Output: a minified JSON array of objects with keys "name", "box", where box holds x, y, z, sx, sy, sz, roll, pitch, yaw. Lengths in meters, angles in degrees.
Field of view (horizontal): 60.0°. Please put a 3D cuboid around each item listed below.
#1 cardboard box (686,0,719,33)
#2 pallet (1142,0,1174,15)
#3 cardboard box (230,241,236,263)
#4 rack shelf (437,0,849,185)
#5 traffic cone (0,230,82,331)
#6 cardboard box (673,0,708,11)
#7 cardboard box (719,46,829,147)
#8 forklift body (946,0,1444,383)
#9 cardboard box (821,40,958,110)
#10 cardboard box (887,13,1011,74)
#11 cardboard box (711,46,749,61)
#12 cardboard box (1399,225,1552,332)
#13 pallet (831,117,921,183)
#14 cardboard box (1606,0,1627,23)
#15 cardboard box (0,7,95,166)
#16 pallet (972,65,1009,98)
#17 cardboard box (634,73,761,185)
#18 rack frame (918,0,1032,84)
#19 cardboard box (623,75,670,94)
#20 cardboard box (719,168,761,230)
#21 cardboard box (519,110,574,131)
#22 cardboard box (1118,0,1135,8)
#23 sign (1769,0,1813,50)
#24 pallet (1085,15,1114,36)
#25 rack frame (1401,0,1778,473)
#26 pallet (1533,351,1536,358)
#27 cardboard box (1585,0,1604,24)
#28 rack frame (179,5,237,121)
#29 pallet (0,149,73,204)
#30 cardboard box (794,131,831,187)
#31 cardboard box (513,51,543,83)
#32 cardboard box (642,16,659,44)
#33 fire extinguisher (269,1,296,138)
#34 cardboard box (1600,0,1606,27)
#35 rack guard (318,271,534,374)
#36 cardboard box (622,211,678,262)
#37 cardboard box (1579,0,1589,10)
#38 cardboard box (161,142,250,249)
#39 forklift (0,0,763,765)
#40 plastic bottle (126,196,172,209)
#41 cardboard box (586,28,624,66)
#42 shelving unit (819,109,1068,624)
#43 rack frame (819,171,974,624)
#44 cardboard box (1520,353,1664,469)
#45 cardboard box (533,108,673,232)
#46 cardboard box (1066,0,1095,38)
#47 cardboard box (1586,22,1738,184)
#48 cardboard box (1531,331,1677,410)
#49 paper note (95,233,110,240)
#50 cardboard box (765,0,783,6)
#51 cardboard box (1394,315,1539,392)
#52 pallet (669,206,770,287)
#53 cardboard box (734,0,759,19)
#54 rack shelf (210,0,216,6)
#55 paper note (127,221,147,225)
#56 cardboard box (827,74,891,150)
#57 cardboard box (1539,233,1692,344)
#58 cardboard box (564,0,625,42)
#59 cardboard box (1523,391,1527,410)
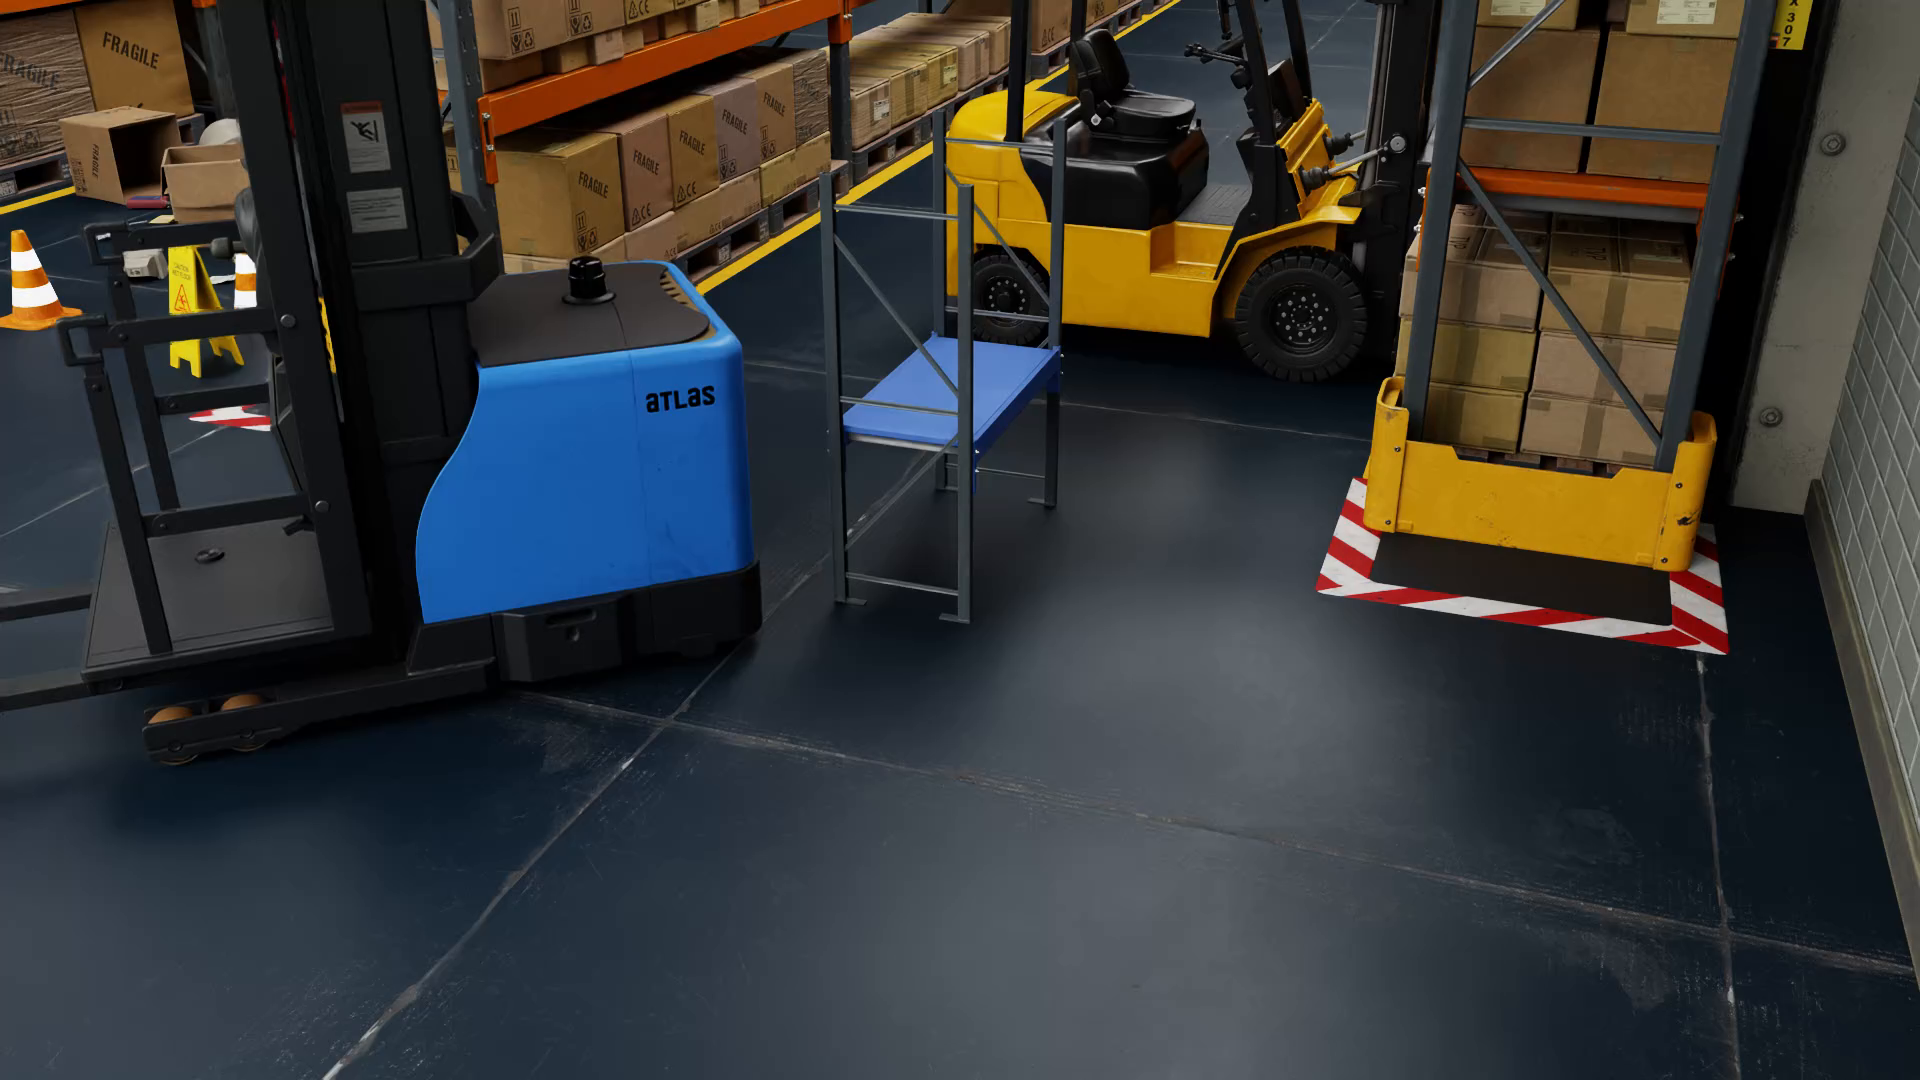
[{"name":"cardboard box","box":[-1.524,-2.834,8.950,0.380,0.149,0.250,9,27,18]},{"name":"pallet","box":[1.784,-6.087,18.580,1.003,0.211,1.213,9,27,17]},{"name":"cardboard box","box":[-4.005,-1.658,9.504,0.250,0.149,0.380,-20,33,-36]},{"name":"rack shelf","box":[-1.870,-2.608,9.020,1.077,0.370,4.000,9,27,17]},{"name":"traffic cone","box":[-4.769,-1.353,8.514,0.336,0.463,0.334,9,27,17]},{"name":"cardboard box","box":[-1.617,-3.076,8.705,0.500,0.500,0.500,8,27,16]},{"name":"cardboard box","box":[-1.148,-2.761,10.322,0.500,0.500,0.500,8,27,17]},{"name":"forklift body","box":[1.057,-2.053,8.023,2.313,2.155,1.214,9,27,17]},{"name":"cardboard box","box":[-0.567,-3.558,12.689,0.950,0.372,0.625,10,27,19]},{"name":"cardboard box","box":[-0.071,-4.173,13.960,0.950,0.372,0.625,7,27,14]},{"name":"cardboard box","box":[-1.656,-2.839,10.485,0.500,0.500,0.500,10,28,20]},{"name":"cardboard box","box":[2.005,-1.027,6.456,0.500,0.250,0.500,10,27,19]},{"name":"pallet","box":[-0.947,-2.819,11.829,1.003,0.211,1.213,9,27,17]},{"name":"cardboard box","box":[2.526,-1.941,5.958,0.380,0.149,0.250,9,27,17]},{"name":"cardboard box","box":[-6.478,-3.043,11.050,0.875,0.875,0.875,9,27,18]},{"name":"pallet","box":[-0.135,-3.821,13.900,1.003,0.211,1.213,9,27,17]},{"name":"cardboard box","box":[-1.485,-2.341,9.457,0.500,0.500,0.500,10,28,20]},{"name":"rack frame","box":[0.126,-5.397,13.956,1.000,3.000,0.127,9,27,17]},{"name":"cardboard box","box":[-1.997,-2.405,9.587,0.500,0.500,0.500,10,28,20]},{"name":"cardboard box","box":[-1.489,-1.995,9.601,0.500,0.250,0.500,9,27,18]},{"name":"cardboard box","box":[-2.345,-1.981,8.712,0.500,0.500,0.500,10,28,19]},{"name":"cardboard box","box":[1.327,-6.008,17.172,0.875,0.875,0.875,10,27,19]},{"name":"sign","box":[2.668,-1.734,5.305,0.100,0.325,0.005,9,27,17]},{"name":"pallet","box":[0.868,-4.955,16.242,1.003,0.211,1.213,9,27,17]},{"name":"rack frame","box":[2.146,-1.392,5.682,1.000,3.000,0.127,9,27,17]},{"name":"pallet","box":[2.769,-0.957,7.983,1.003,0.211,1.213,9,27,17]},{"name":"cardboard box","box":[2.244,-1.889,6.594,0.500,0.500,0.500,10,27,19]},{"name":"rack frame","box":[-5.906,-4.430,11.957,1.000,3.000,0.127,9,27,17]},{"name":"pallet","box":[-6.637,-2.371,10.904,1.003,0.211,1.213,9,27,17]},{"name":"cardboard box","box":[-1.148,-2.423,10.486,0.500,0.250,0.500,10,28,20]},{"name":"cardboard box","box":[-2.157,-2.212,7.665,0.380,0.149,0.250,9,27,18]},{"name":"cardboard box","box":[-1.779,-2.636,8.540,0.380,0.149,0.250,10,27,19]},{"name":"fire extinguisher","box":[-3.008,-2.095,7.223,0.296,0.674,0.183,9,27,17]},{"name":"cardboard box","box":[2.889,-2.025,6.875,0.500,0.500,0.500,8,27,17]},{"name":"rack guard","box":[-2.510,-1.016,7.775,1.175,0.500,0.348,9,27,17]},{"name":"cardboard box","box":[-1.830,-1.561,8.706,0.500,0.250,0.500,10,27,19]},{"name":"cardboard box","box":[2.199,-2.119,6.325,0.380,0.149,0.250,9,27,18]},{"name":"cardboard box","box":[-4.339,-2.075,9.959,0.797,0.503,0.637,-9,27,-18]},{"name":"forklift","box":[-2.224,-0.920,4.786,3.031,2.935,1.130,-10,27,-19]},{"name":"plastic bottle","box":[-5.163,-2.161,10.643,0.283,0.061,0.133,0,26,-1]},{"name":"cardboard box","box":[-1.864,-2.407,8.068,0.380,0.149,0.250,9,27,18]},{"name":"shelving unit","box":[-0.028,-0.640,5.851,0.538,1.500,1.048,9,27,17]},{"name":"rack frame","box":[-0.198,-0.431,5.419,0.500,1.500,0.032,9,27,17]},{"name":"cardboard box","box":[2.494,-0.516,6.548,0.500,0.250,0.500,9,27,18]},{"name":"cardboard box","box":[-1.829,-1.916,8.577,0.500,0.500,0.500,8,27,16]},{"name":"cardboard box","box":[0.735,-5.268,15.644,0.875,0.875,0.875,9,27,18]},{"name":"cardboard box","box":[2.573,-1.600,5.997,0.500,0.500,0.500,10,27,19]},{"name":"cardboard box","box":[2.499,-0.731,6.418,0.500,0.250,0.500,9,27,18]},{"name":"paper note","box":[-5.128,-1.830,9.997,0.144,0.017,0.142,20,32,35]},{"name":"cardboard box","box":[-1.261,-3.265,9.839,0.380,0.149,0.250,9,27,18]},{"name":"cardboard box","box":[2.014,-0.813,6.587,0.500,0.250,0.500,8,27,17]},{"name":"pallet","box":[-1.799,-1.714,9.549,1.003,0.211,1.213,9,27,17]},{"name":"cardboard box","box":[-1.359,-3.046,9.388,0.380,0.149,0.250,8,27,17]},{"name":"rack shelf","box":[-5.241,-4.928,13.812,1.077,0.370,4.000,9,27,17]},{"name":"paper note","box":[-5.097,-1.962,10.291,0.123,0.001,0.032,-20,33,-36]},{"name":"cardboard box","box":[-1.032,-2.976,11.488,0.950,0.372,0.625,9,27,18]},{"name":"cardboard box","box":[2.485,-0.963,6.323,0.500,0.250,0.500,8,27,17]},{"name":"cardboard box","box":[-1.947,-2.656,7.838,0.500,0.500,0.500,10,27,19]},{"name":"cardboard box","box":[2.179,-0.785,7.102,0.500,0.250,0.500,9,27,17]}]
